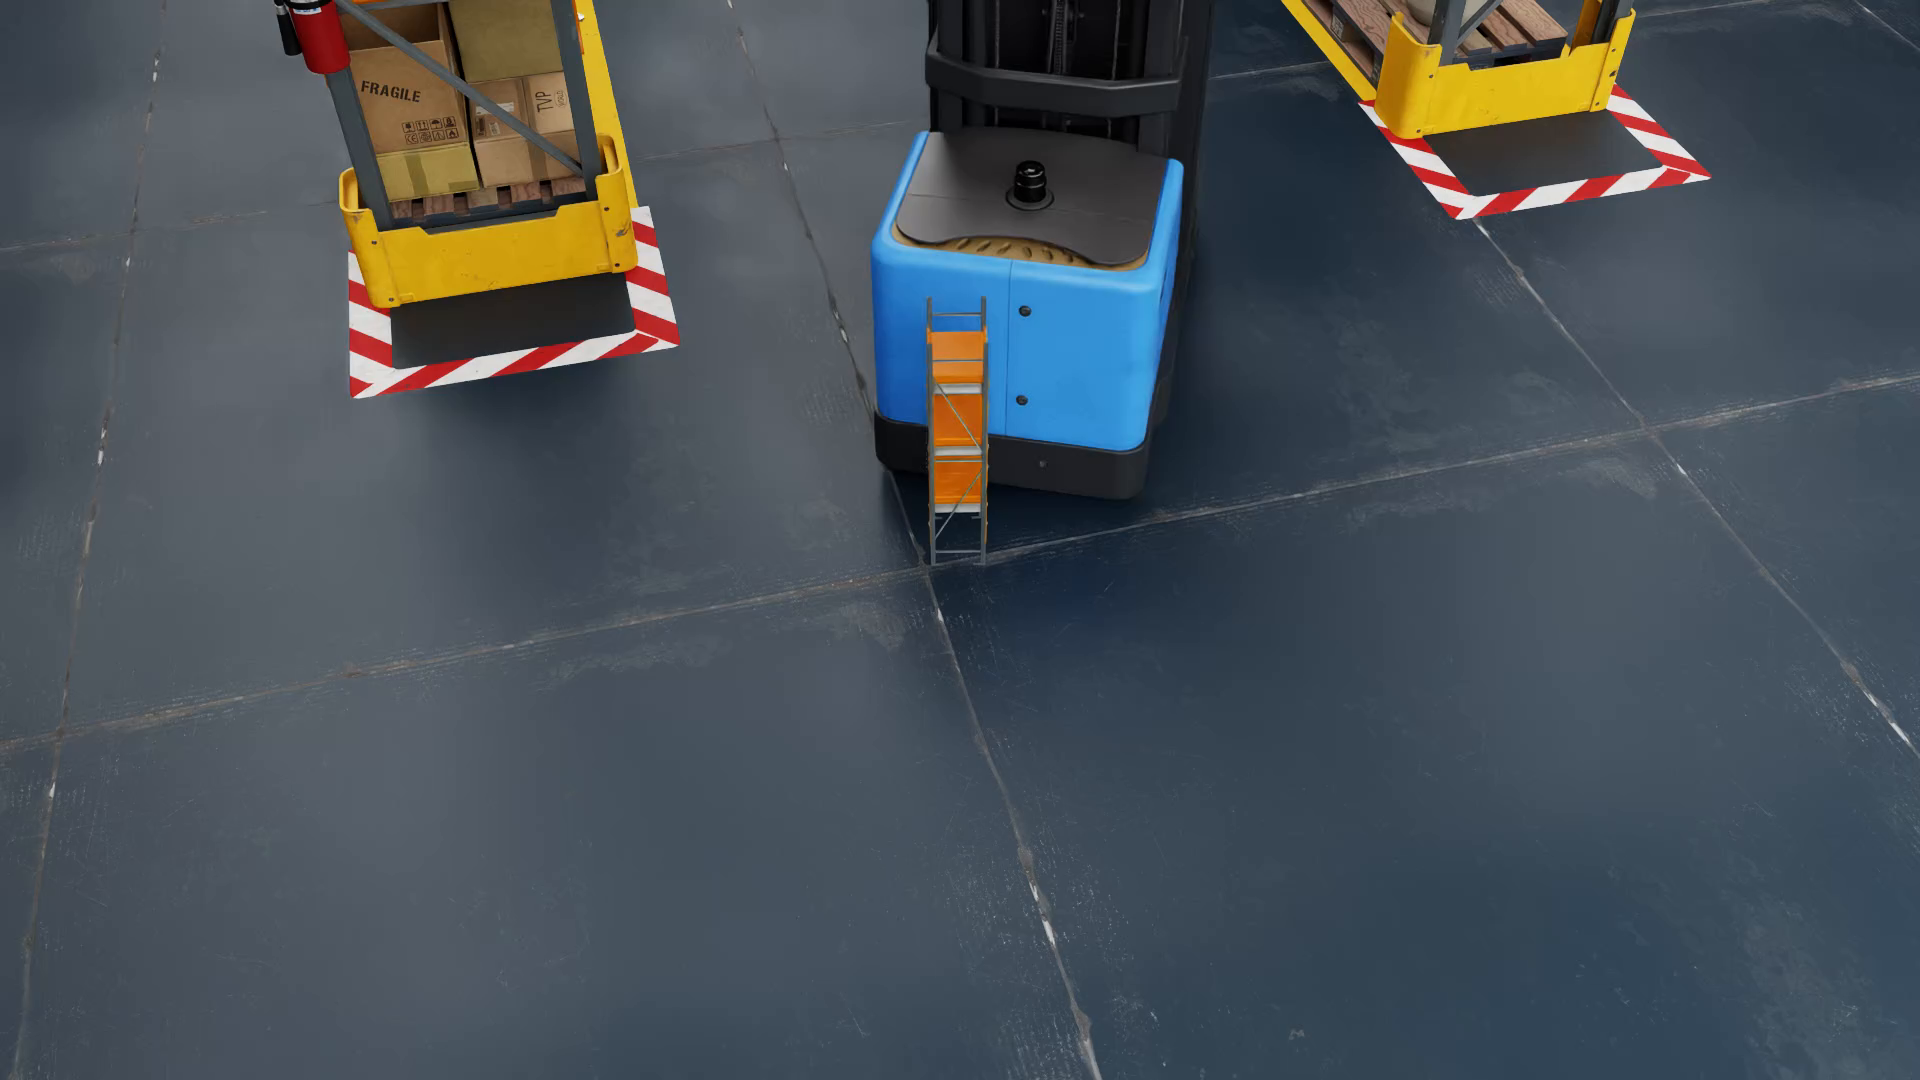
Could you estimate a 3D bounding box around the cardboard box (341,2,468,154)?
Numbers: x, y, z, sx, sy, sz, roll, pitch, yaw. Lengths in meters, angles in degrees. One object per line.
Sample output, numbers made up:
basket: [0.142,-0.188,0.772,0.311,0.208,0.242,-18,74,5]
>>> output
cardboard box: [-2.472,-2.053,7.268,0.500,0.500,0.500,-11,47,-10]

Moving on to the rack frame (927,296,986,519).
rack frame: [-0.012,-0.449,5.953,0.200,1.050,0.008,-1,46,-1]

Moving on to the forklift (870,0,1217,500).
forklift: [0.471,-2.247,6.400,1.130,2.935,3.031,8,46,8]

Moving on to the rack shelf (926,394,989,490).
rack shelf: [-0.009,-0.354,5.876,0.215,0.259,0.240,-1,46,-1]

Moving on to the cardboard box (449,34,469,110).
cardboard box: [-2.609,-2.134,7.872,0.500,0.250,0.500,-11,47,-10]

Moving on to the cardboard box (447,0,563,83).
cardboard box: [-2.099,-2.493,7.699,0.500,0.500,0.500,-11,47,-10]

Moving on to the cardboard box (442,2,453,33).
cardboard box: [-2.742,-2.741,7.942,0.500,0.500,0.500,-11,47,-10]

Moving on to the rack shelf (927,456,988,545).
rack shelf: [-0.009,-0.160,6.075,0.215,0.259,0.240,-1,46,-1]

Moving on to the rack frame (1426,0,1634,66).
rack frame: [2.742,-3.193,7.279,1.000,3.000,0.127,-11,47,-10]

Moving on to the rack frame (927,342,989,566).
rack frame: [-0.007,-0.274,5.783,0.200,1.050,0.008,-1,46,-1]

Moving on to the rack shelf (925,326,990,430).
rack shelf: [-0.009,-0.551,5.672,0.215,0.259,0.240,-1,46,-1]

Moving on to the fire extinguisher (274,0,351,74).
fire extinguisher: [-2.466,-2.097,6.259,0.296,0.674,0.183,-11,47,-10]

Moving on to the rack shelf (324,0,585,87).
rack shelf: [-2.559,-3.419,8.004,1.077,0.370,4.000,-11,47,-10]

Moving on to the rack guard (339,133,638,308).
rack guard: [-2.041,-1.399,7.271,1.175,0.500,0.348,-11,47,-10]

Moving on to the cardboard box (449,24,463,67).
cardboard box: [-2.739,-2.479,8.210,0.500,0.250,0.500,-11,47,-10]

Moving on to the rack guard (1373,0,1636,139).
rack guard: [2.678,-2.362,8.215,1.175,0.500,0.348,-11,47,-10]

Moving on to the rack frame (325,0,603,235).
rack frame: [-2.047,-2.290,6.394,1.000,3.000,0.127,-11,47,-10]

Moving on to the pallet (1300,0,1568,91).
pallet: [2.475,-2.823,8.869,1.003,0.211,1.213,-11,47,-10]

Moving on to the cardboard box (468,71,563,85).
cardboard box: [-2.101,-2.230,7.967,0.500,0.250,0.500,-11,47,-10]

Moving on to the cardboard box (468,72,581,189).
cardboard box: [-1.969,-1.886,7.629,0.500,0.250,0.500,-11,47,-10]

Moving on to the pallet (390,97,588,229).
pallet: [-2.283,-1.835,7.900,1.003,0.211,1.213,-11,47,-10]

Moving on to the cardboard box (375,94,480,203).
cardboard box: [-2.470,-1.791,7.536,0.500,0.250,0.500,-11,47,-10]

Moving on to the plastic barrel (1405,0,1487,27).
plastic barrel: [2.500,-2.910,8.450,0.421,0.512,0.421,0,46,0]

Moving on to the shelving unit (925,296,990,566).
shelving unit: [-0.009,-0.361,5.868,0.215,1.050,0.252,-1,46,-1]
